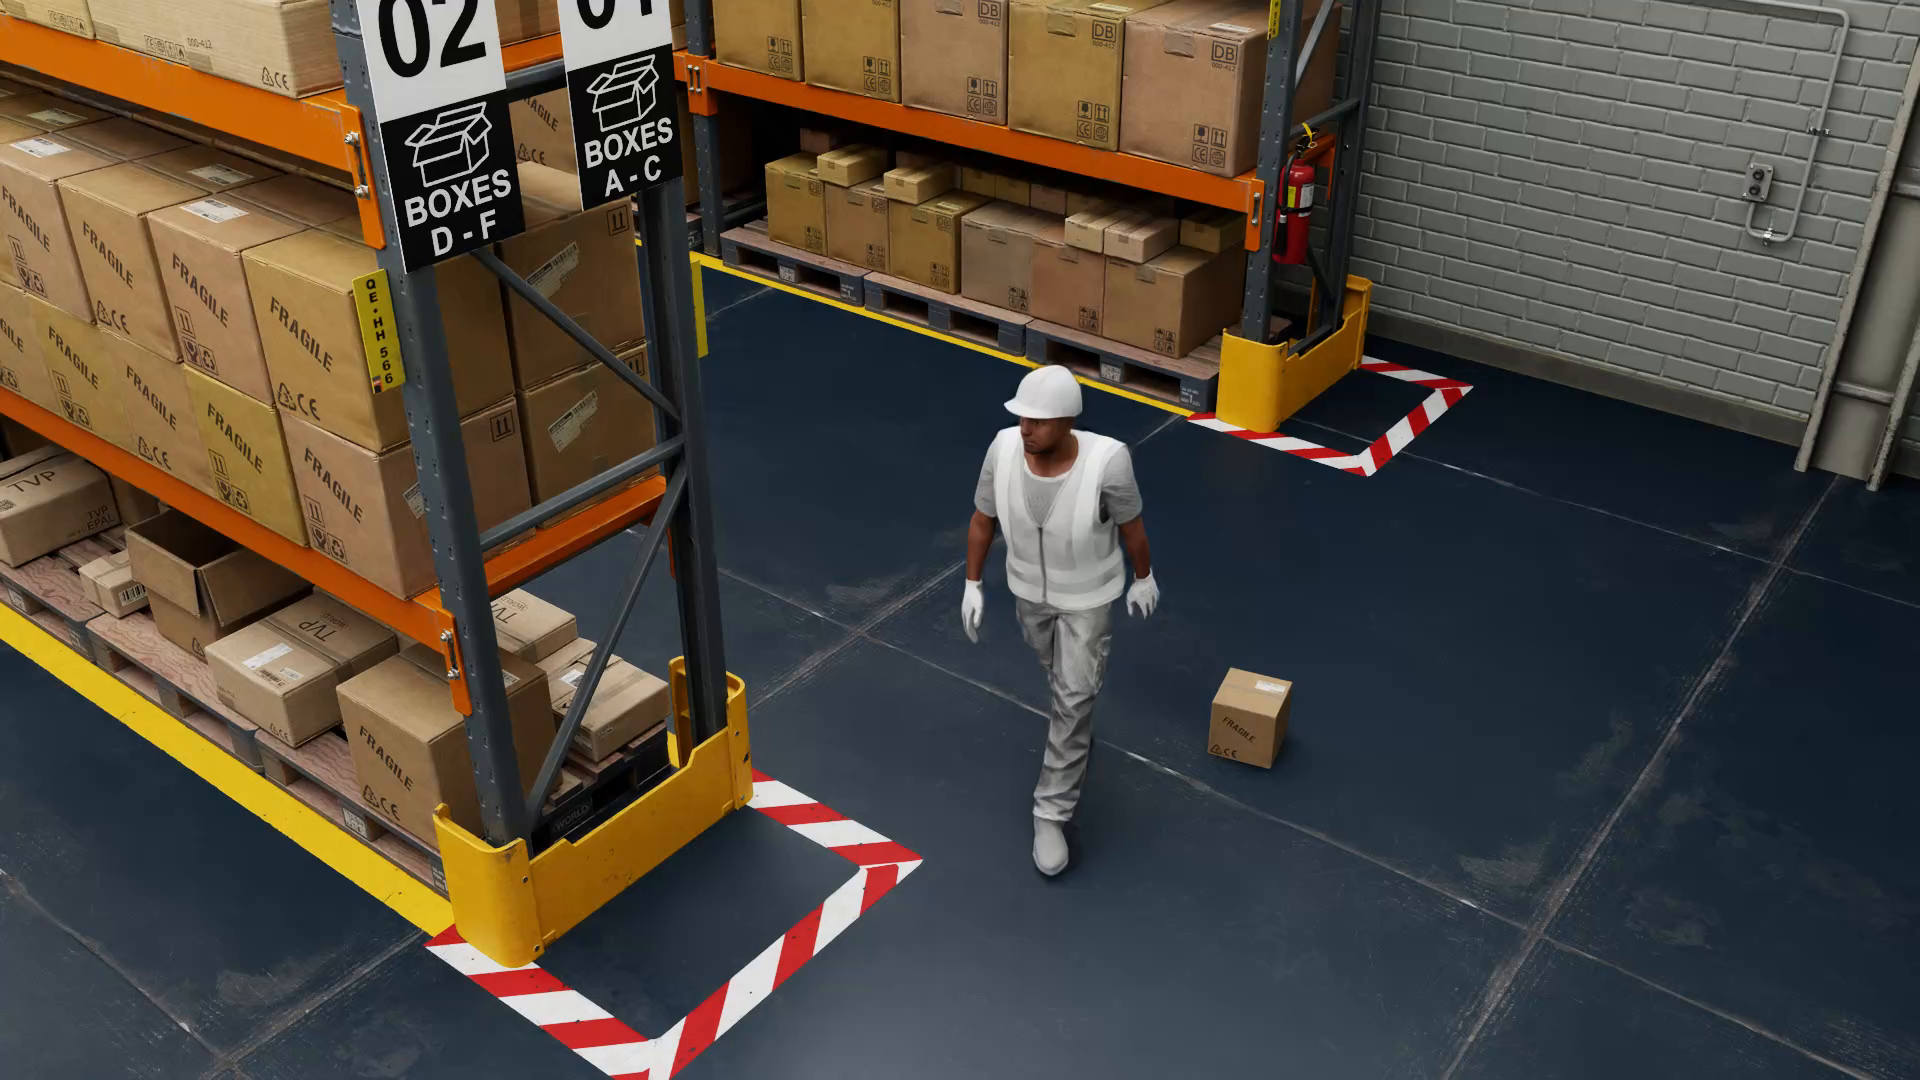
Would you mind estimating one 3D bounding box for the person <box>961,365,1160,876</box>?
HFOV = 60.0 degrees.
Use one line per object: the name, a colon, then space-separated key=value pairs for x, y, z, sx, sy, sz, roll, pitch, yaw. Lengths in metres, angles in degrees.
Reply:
person: x=0.333 y=0.177 z=5.803 sx=0.609 sy=1.744 sz=0.892 roll=16 pitch=34 yaw=25
